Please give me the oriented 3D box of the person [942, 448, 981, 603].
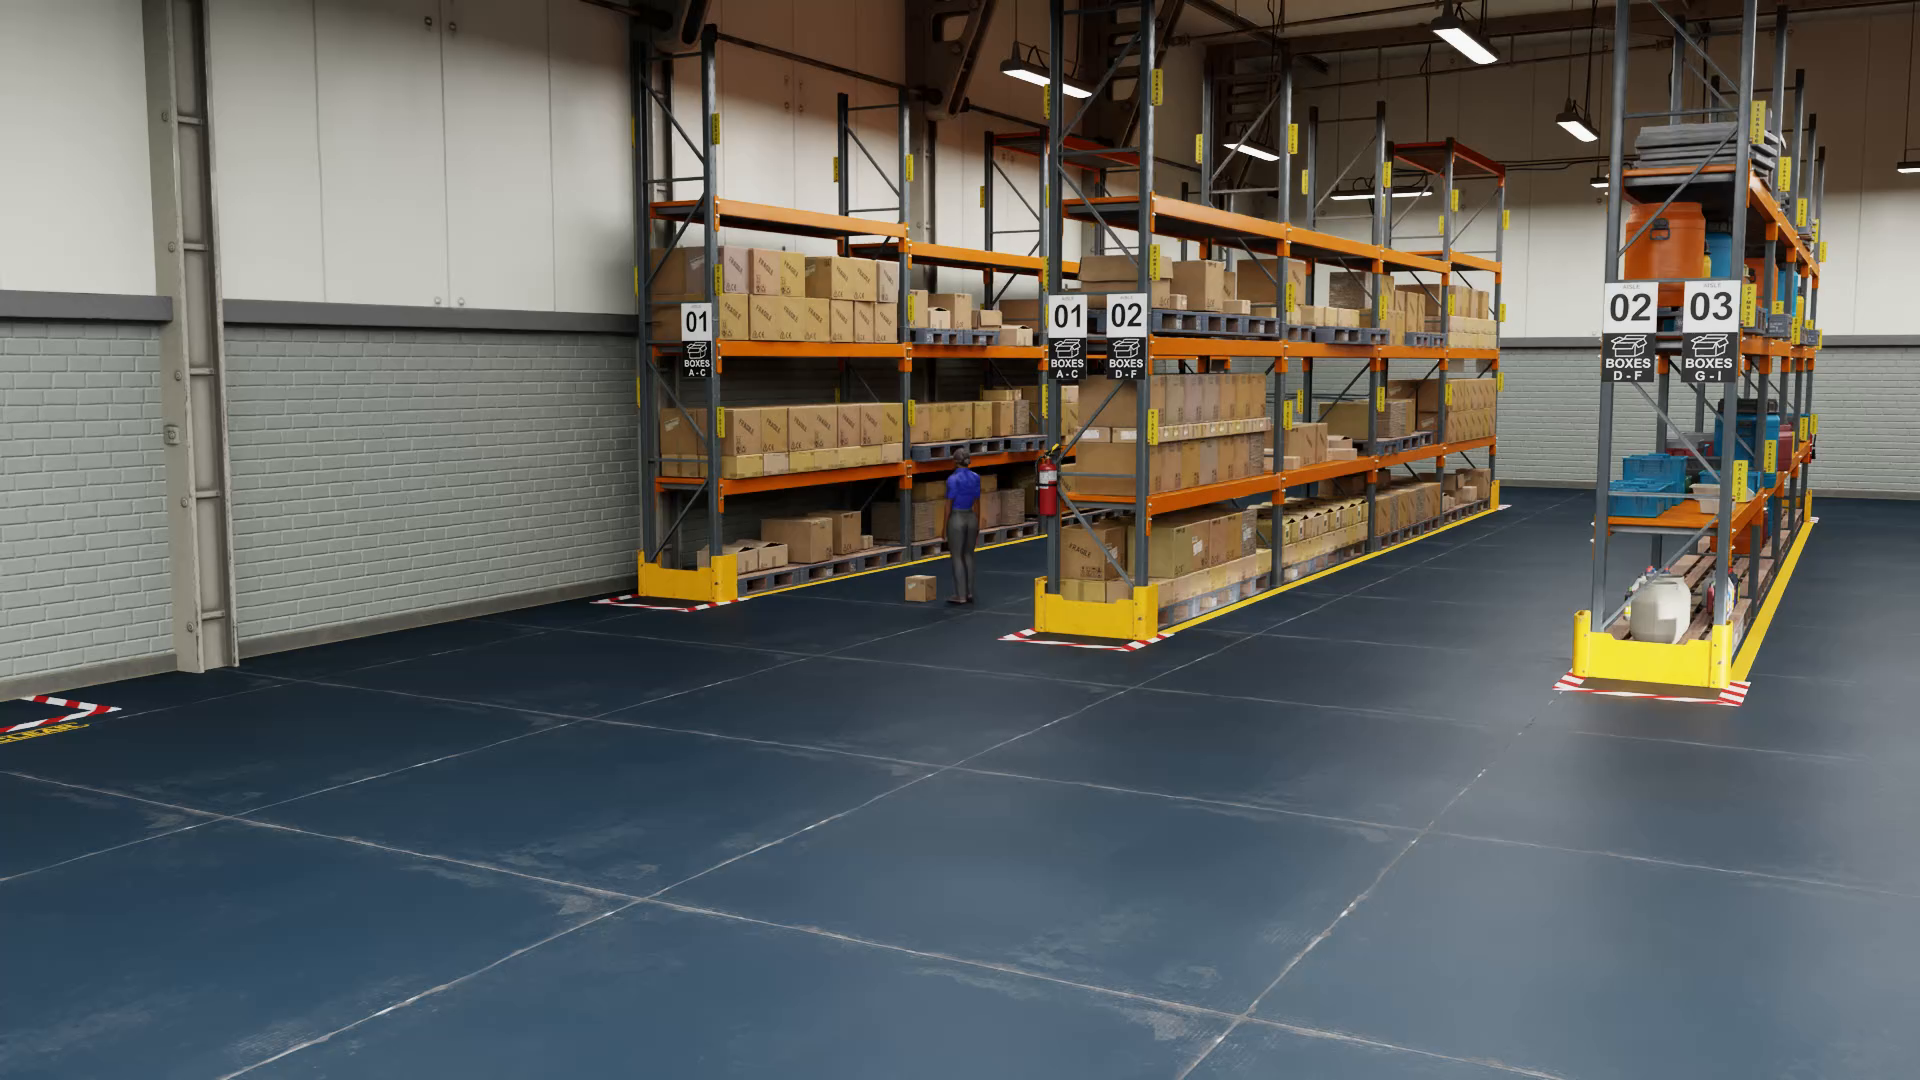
[{"bbox_3d":[-0.031,-0.149,17.863,0.489,1.689,0.485,-5,8,-41],"label":"person"}]
